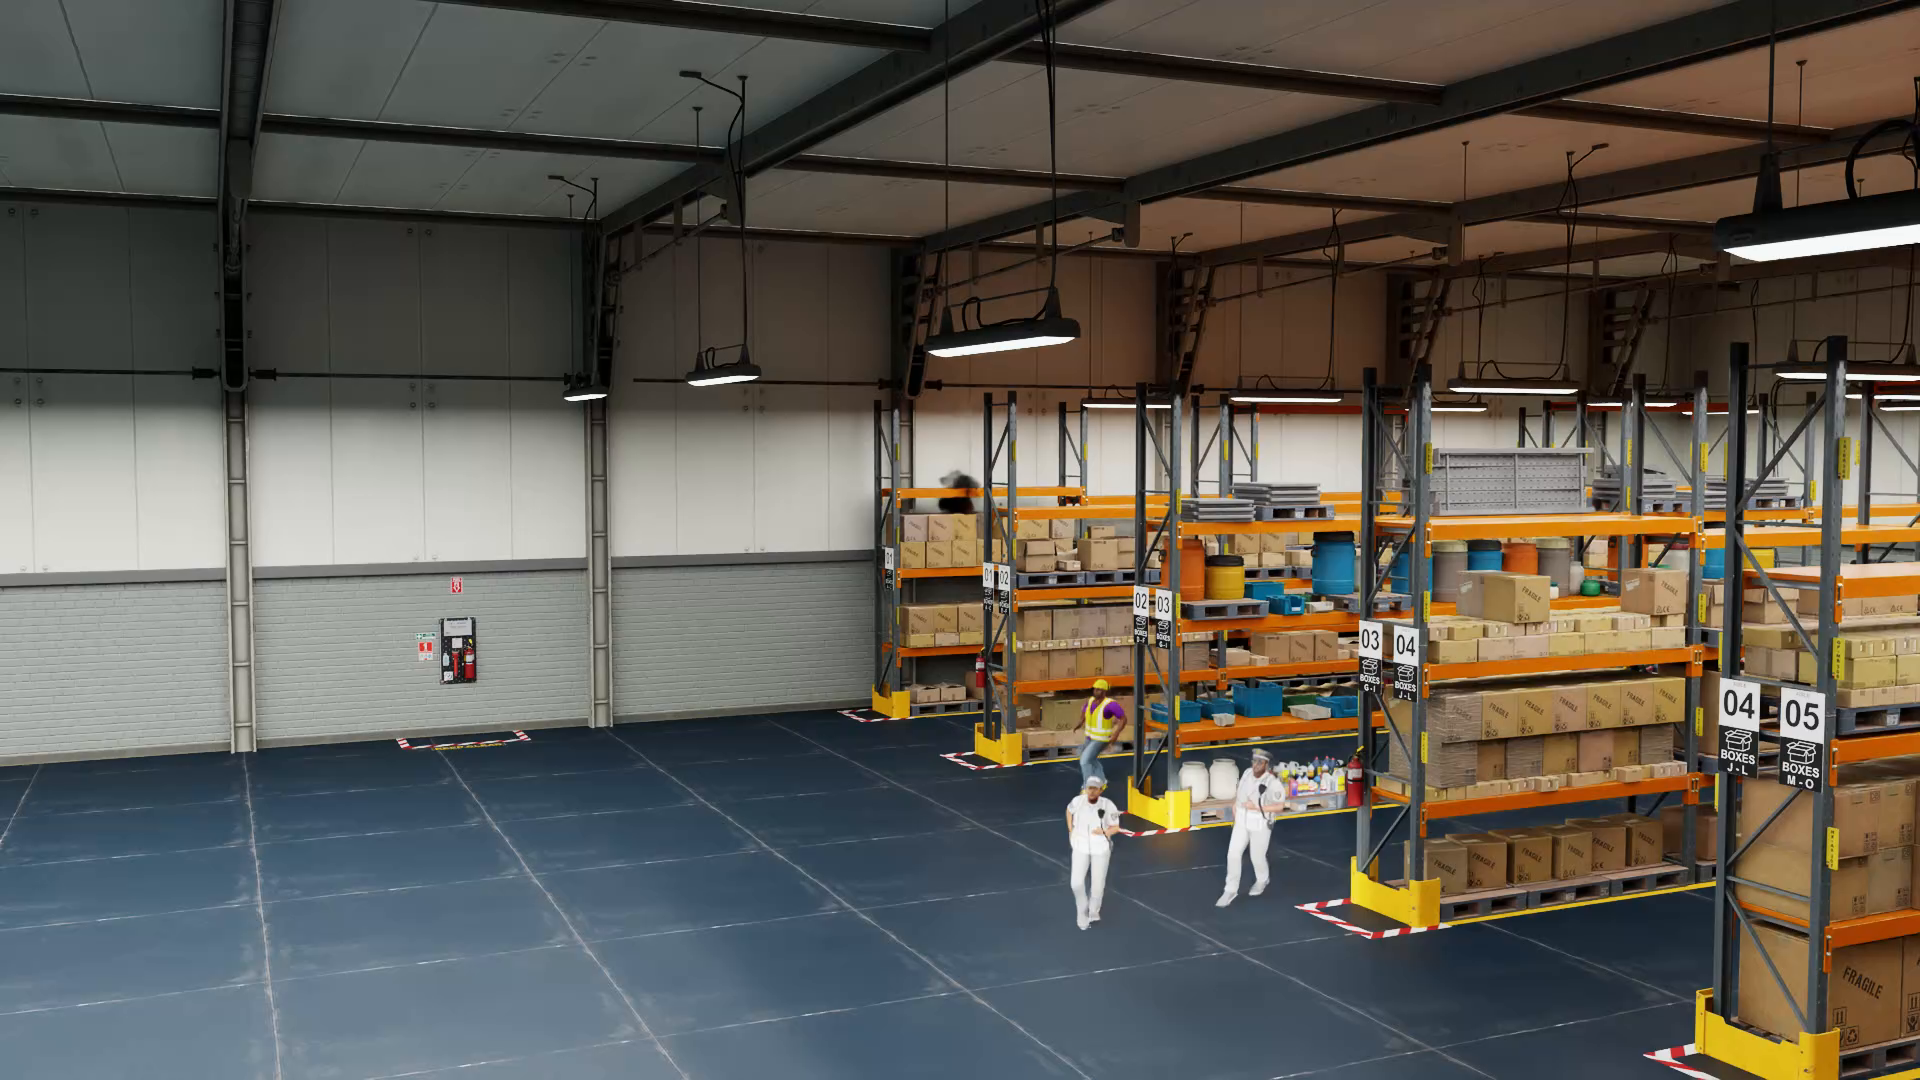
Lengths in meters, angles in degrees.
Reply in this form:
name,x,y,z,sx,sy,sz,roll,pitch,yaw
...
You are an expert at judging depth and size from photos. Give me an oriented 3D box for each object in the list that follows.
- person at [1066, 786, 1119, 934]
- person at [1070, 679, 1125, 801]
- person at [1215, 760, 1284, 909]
name,x,y,z,sx,sy,sz,roll,pitch,yaw
person,1.400,3.337,17.670,0.584,1.680,0.764,1,3,10
person,1.966,2.897,24.124,0.741,1.791,0.760,-2,4,-35
person,3.329,3.236,18.613,0.678,1.736,0.880,3,4,39
